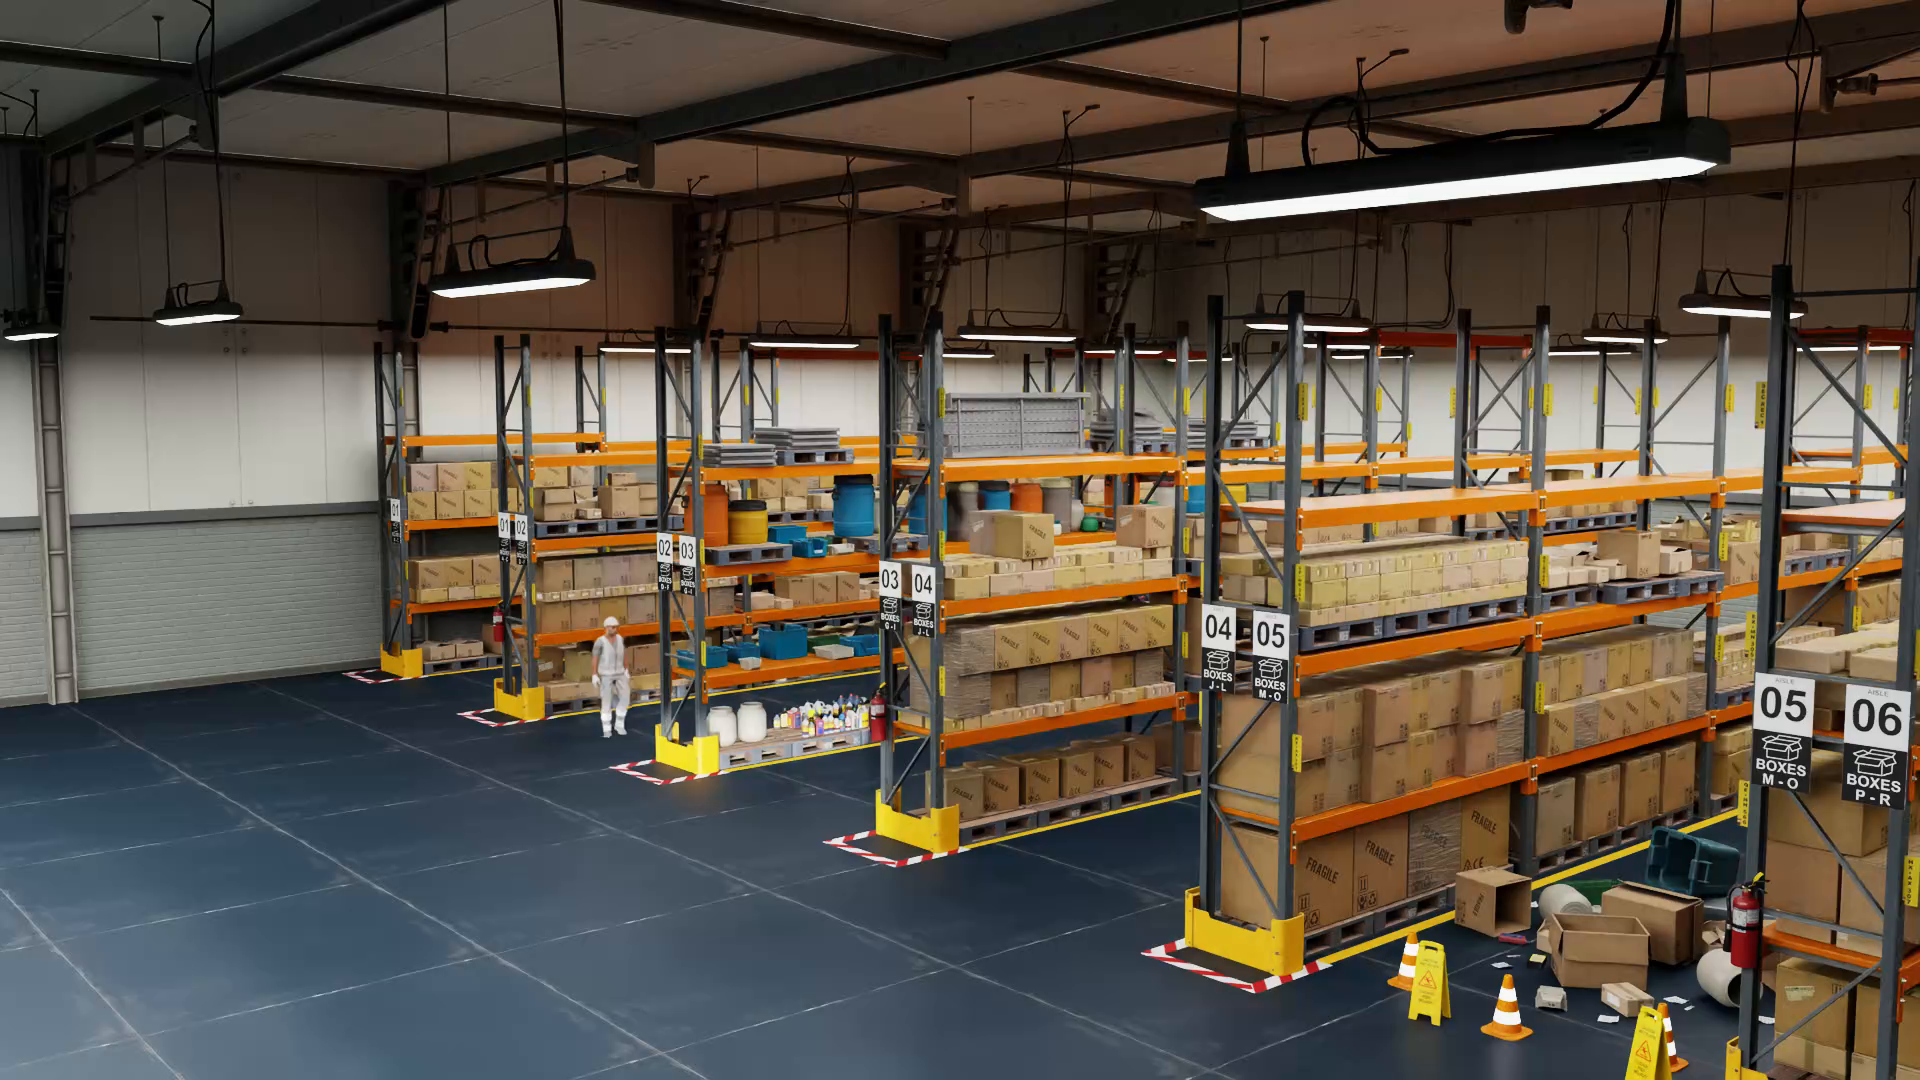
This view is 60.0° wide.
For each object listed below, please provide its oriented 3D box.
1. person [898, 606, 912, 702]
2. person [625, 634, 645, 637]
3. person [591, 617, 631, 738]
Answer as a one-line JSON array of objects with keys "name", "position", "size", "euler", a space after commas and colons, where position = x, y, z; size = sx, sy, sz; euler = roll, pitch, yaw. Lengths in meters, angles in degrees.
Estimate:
[{"name": "person", "position": [-0.816, 1.826, 27.188], "size": [0.609, 1.711, 0.609], "euler": [1, 5, 11]}, {"name": "person", "position": [-5.720, 1.693, 29.394], "size": [0.574, 1.574, 0.646], "euler": [-1, 5, -14]}, {"name": "person", "position": [-5.189, 2.054, 24.752], "size": [0.639, 1.842, 0.398], "euler": [-4, 7, -39]}]
